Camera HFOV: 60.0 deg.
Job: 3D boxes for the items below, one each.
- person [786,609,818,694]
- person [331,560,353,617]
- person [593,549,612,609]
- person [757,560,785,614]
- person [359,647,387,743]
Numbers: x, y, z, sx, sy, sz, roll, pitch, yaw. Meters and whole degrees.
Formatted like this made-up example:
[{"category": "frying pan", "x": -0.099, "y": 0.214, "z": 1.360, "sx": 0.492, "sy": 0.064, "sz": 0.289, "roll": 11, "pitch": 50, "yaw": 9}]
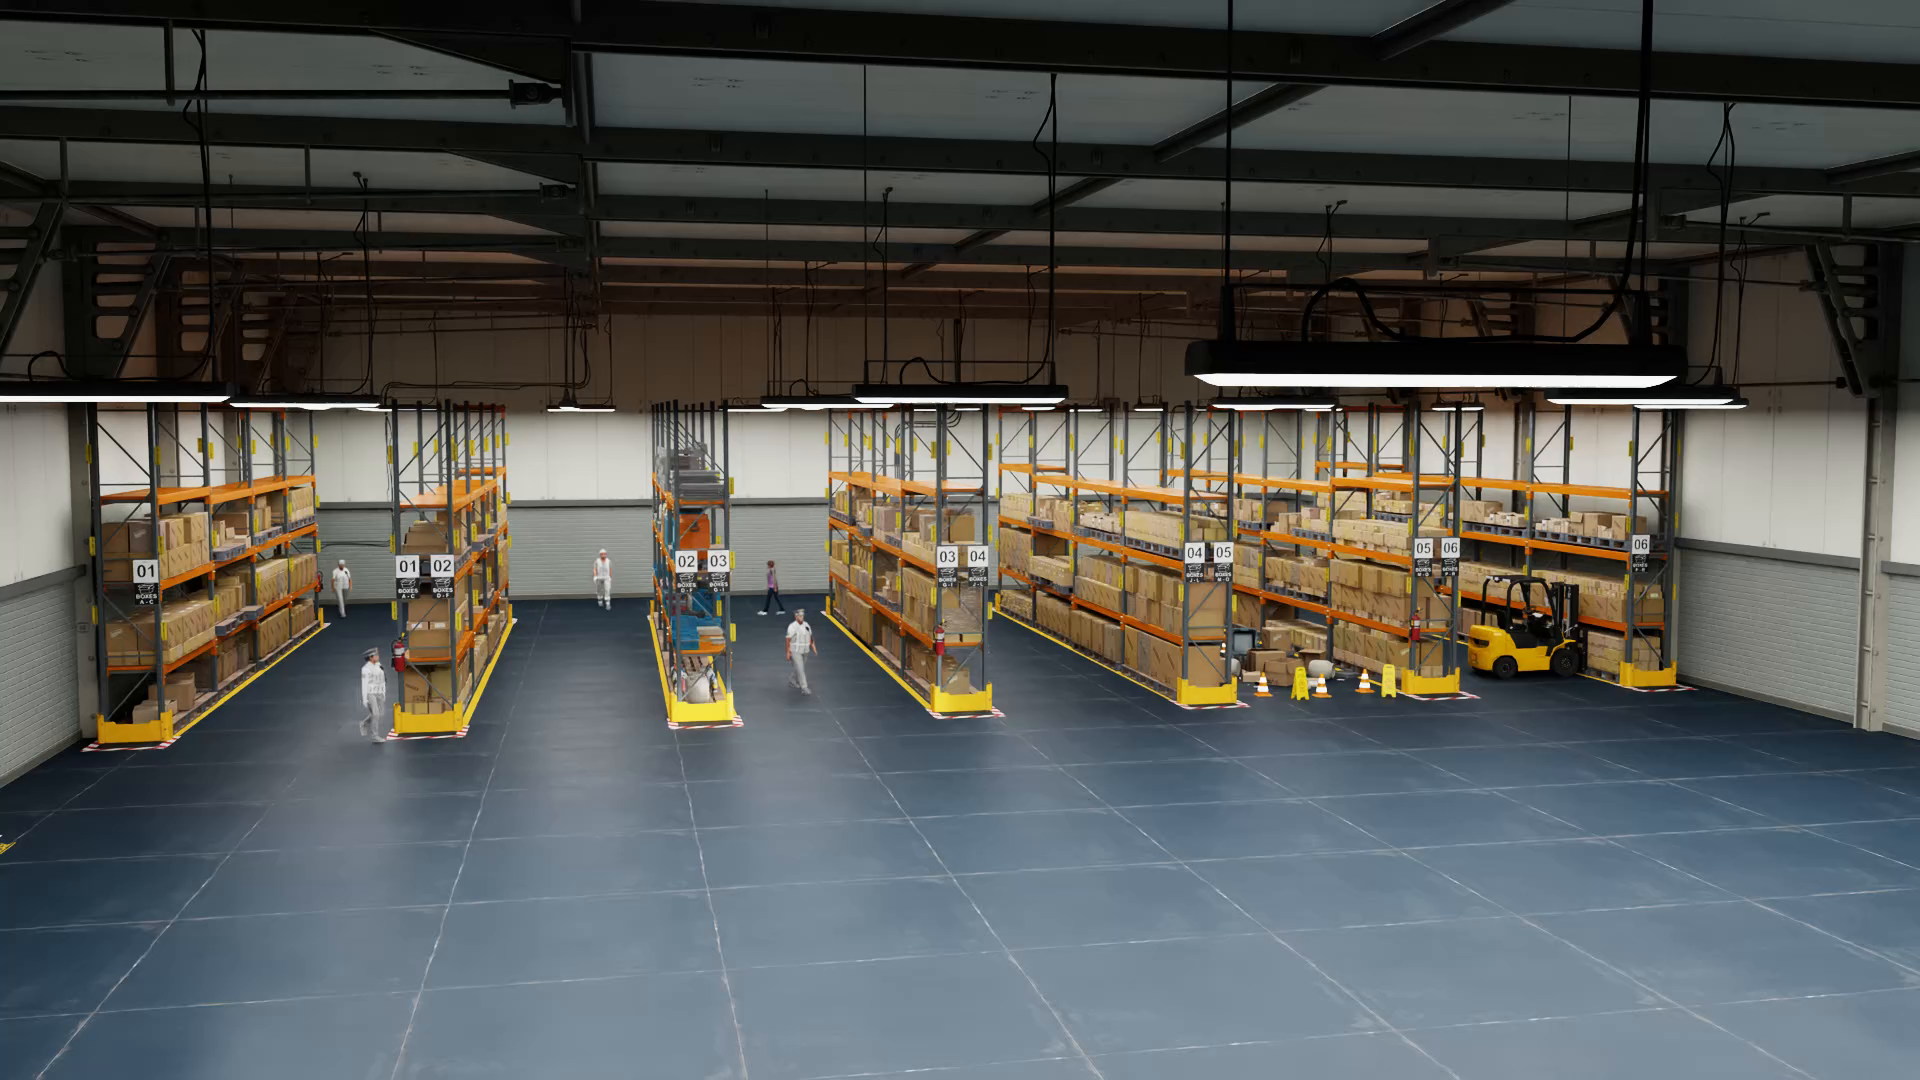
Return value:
[{"category": "person", "x": -3.285, "y": 2.262, "z": 34.219, "sx": 0.584, "sy": 1.703, "sz": 1.125, "roll": -3, "pitch": 6, "yaw": -39}, {"category": "person", "x": -17.527, "y": 1.355, "z": 47.116, "sx": 0.510, "sy": 1.595, "sz": 1.078, "roll": -3, "pitch": 6, "yaw": -39}, {"category": "person", "x": -10.513, "y": 1.142, "z": 48.942, "sx": 0.548, "sy": 1.729, "sz": 1.055, "roll": -1, "pitch": 4, "yaw": -17}, {"category": "person", "x": -5.397, "y": 1.345, "z": 47.467, "sx": 0.809, "sy": 1.554, "sz": 0.471, "roll": 0, "pitch": 4, "yaw": -4}, {"category": "person", "x": -10.299, "y": 2.688, "z": 29.090, "sx": 0.683, "sy": 1.656, "sz": 0.499, "roll": 2, "pitch": 5, "yaw": 23}]
